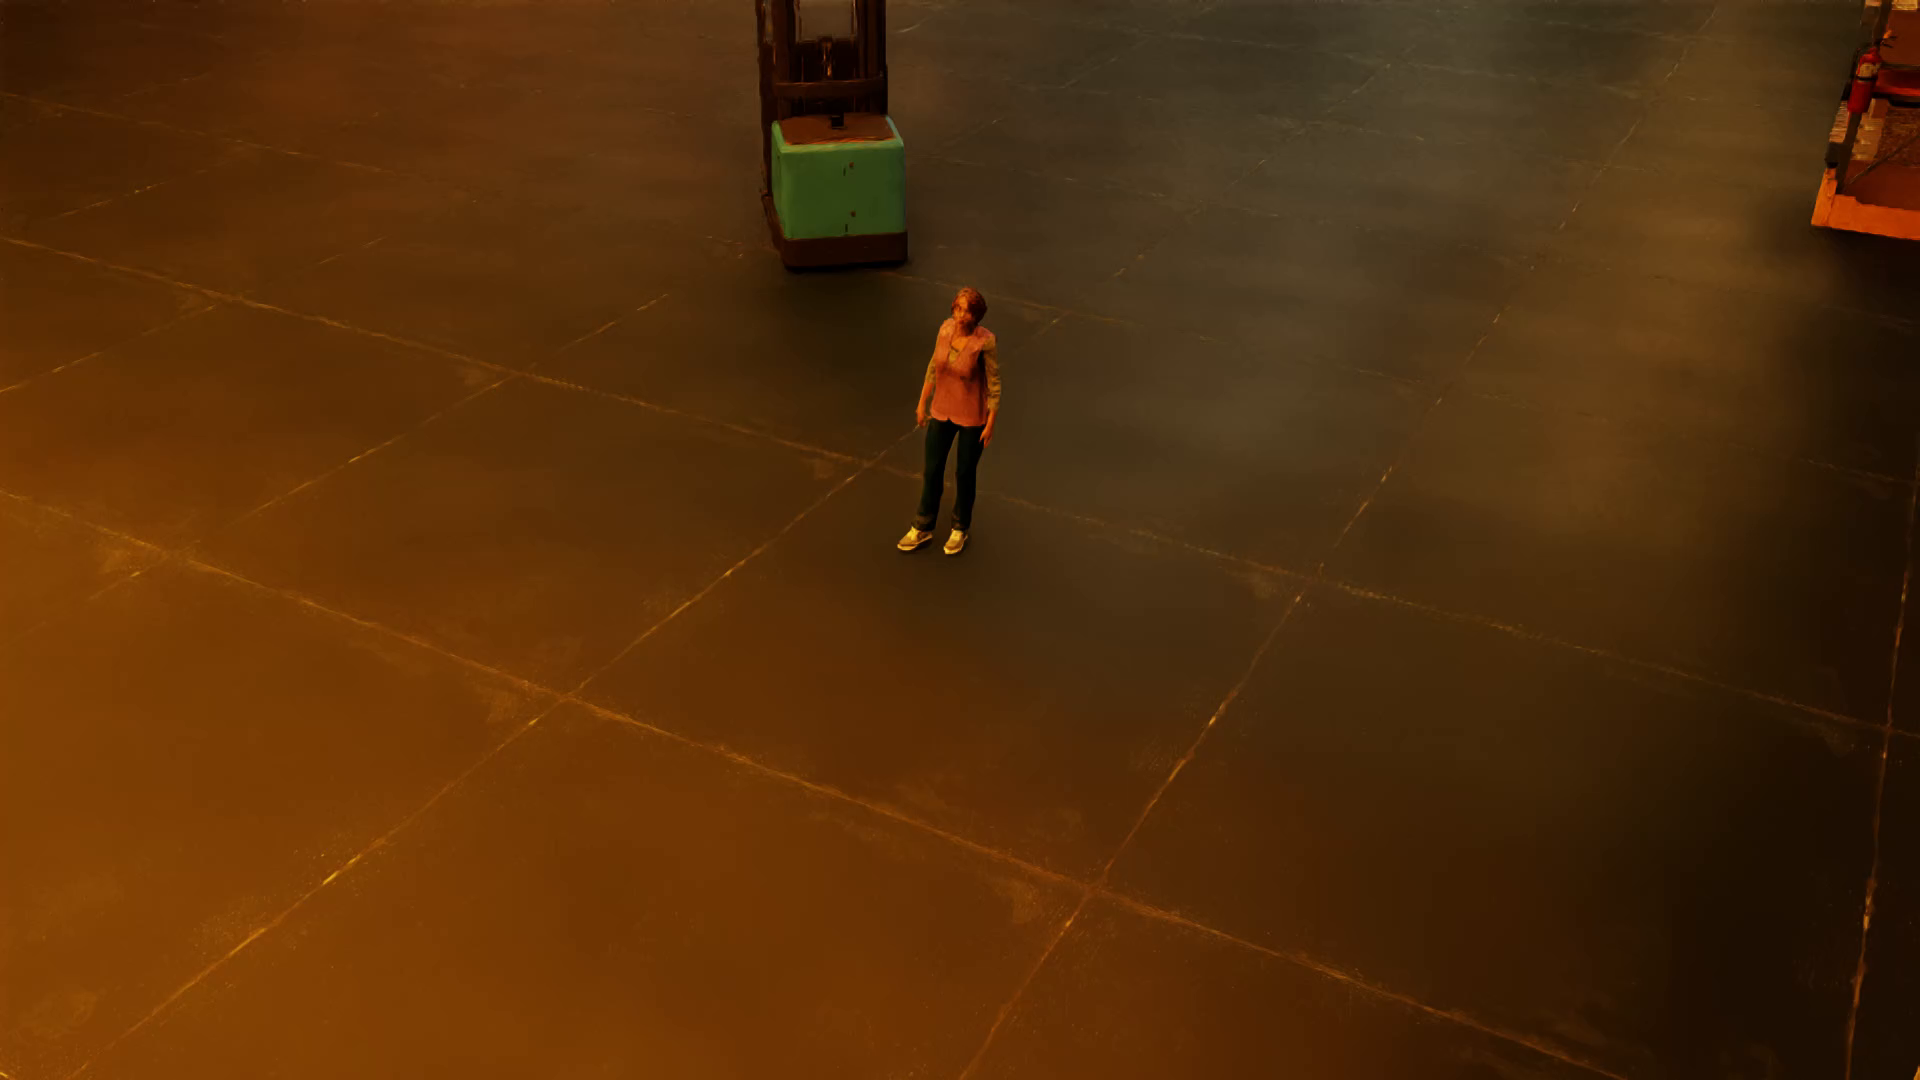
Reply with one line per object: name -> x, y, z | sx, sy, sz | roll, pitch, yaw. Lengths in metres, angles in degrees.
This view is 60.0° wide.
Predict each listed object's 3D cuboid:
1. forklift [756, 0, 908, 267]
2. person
forklift -> -1.222, -4.254, 14.442 | 1.130, 2.935, 3.031 | -6, 30, -10
person -> -0.048, -0.669, 9.550 | 0.520, 1.597, 0.474 | 15, 33, 25
